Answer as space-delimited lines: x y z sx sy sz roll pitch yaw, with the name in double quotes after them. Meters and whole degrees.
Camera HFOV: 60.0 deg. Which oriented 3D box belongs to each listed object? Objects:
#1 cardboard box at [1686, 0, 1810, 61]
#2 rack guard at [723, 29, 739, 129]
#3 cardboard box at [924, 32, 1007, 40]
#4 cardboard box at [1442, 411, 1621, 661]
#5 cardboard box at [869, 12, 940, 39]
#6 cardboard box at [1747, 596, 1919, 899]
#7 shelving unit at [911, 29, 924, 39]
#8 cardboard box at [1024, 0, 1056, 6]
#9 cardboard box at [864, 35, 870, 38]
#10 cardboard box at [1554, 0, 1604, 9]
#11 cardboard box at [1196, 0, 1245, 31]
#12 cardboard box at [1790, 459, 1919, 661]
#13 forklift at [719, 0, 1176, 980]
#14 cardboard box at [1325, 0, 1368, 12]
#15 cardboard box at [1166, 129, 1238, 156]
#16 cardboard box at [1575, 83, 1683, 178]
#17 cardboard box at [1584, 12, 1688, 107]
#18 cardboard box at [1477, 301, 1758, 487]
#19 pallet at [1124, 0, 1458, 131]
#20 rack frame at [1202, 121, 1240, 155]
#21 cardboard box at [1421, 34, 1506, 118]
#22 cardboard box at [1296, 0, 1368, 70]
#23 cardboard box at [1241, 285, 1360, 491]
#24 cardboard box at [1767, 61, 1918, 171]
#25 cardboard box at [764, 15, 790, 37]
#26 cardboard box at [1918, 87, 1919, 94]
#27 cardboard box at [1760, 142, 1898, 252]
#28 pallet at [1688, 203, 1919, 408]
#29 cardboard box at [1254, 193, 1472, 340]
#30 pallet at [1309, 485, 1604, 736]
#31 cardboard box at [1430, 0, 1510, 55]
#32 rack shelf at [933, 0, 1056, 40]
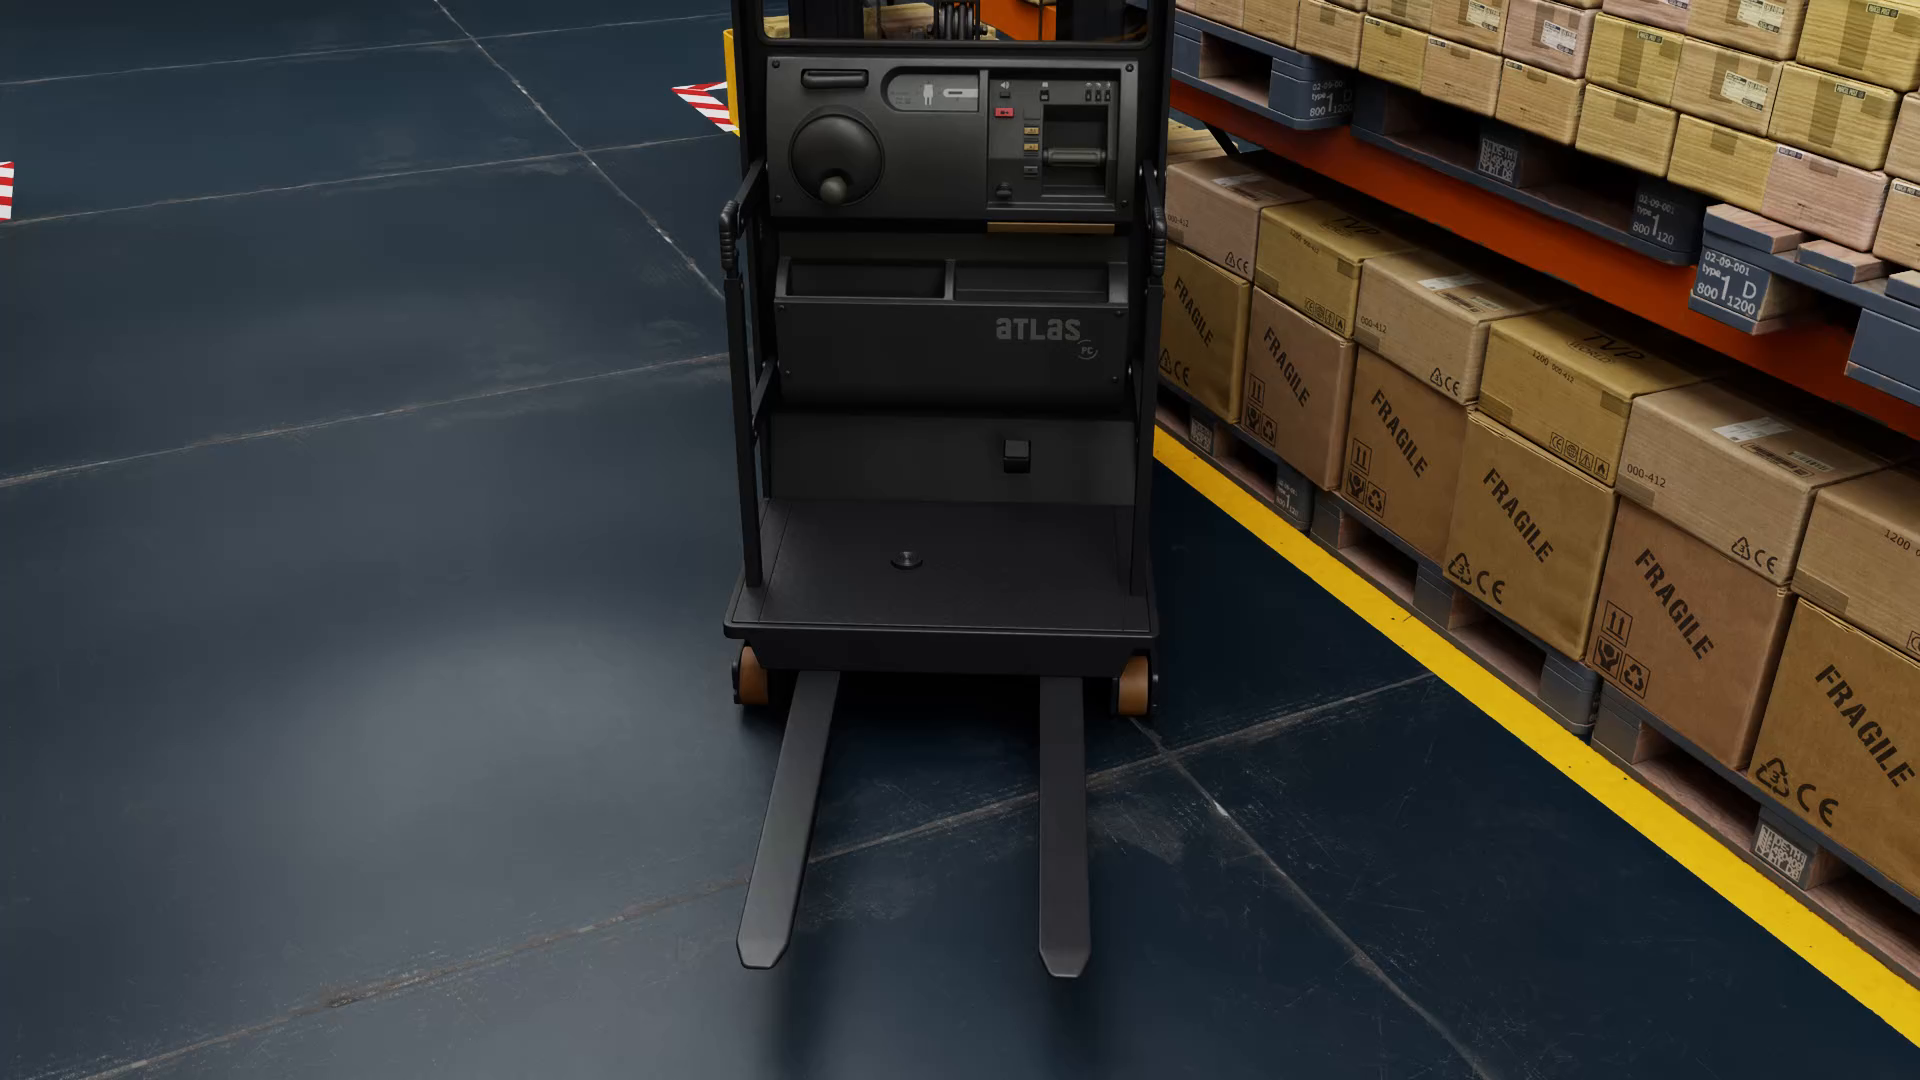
1.698 -1.076 3.321 0.380 0.149 0.250 -12 31 -21 "cardboard box"
-0.743 -2.688 9.533 1.175 0.500 0.348 -13 32 -22 "rack guard"
0.016 -2.492 8.505 0.380 0.149 0.250 -14 32 -24 "cardboard box"
1.679 -0.067 4.429 0.500 0.500 0.500 -15 32 -24 "cardboard box"
-0.264 -2.708 8.889 0.380 0.149 0.250 -12 32 -21 "cardboard box"
2.140 0.393 3.608 0.500 0.500 0.500 -13 32 -22 "cardboard box"
-0.133 -1.235 6.303 0.538 1.125 1.048 -14 32 -24 "shelving unit"
0.398 -2.104 6.191 0.380 0.149 0.250 -14 32 -23 "cardboard box"
-0.638 -2.474 8.472 0.380 0.149 0.250 -13 32 -22 "cardboard box"
1.481 -1.303 3.726 0.380 0.149 0.250 -12 31 -20 "cardboard box"
0.923 -1.616 4.892 0.380 0.149 0.250 -13 32 -22 "cardboard box"
2.128 0.055 3.445 0.500 0.250 0.500 -14 32 -23 "cardboard box"
-0.028 -0.972 3.987 1.130 2.935 3.031 1 29 2 "forklift"
1.149 -1.517 4.411 0.380 0.149 0.250 -12 31 -20 "cardboard box"
0.916 -1.574 6.867 0.380 0.149 0.250 -11 31 -20 "cardboard box"
1.595 -0.926 3.662 0.380 0.149 0.250 -15 32 -24 "cardboard box"
1.592 -1.058 3.594 0.380 0.149 0.250 -13 32 -22 "cardboard box"
1.698 -0.394 4.245 0.500 0.250 0.500 -12 32 -21 "cardboard box"
1.138 -1.593 5.221 1.003 0.211 1.213 -13 32 -22 "pallet"
0.942 -2.045 5.830 1.000 3.000 0.127 -13 32 -22 "rack frame"
1.366 -1.161 4.080 0.380 0.149 0.250 -15 32 -24 "cardboard box"
1.140 -1.392 4.493 0.380 0.149 0.250 -15 32 -24 "cardboard box"
1.248 -0.523 5.241 0.500 0.500 0.500 -12 31 -20 "cardboard box"
1.804 -0.837 3.200 0.380 0.149 0.250 -12 32 -21 "cardboard box"
-0.858 -2.709 8.890 0.380 0.149 0.250 -15 32 -24 "cardboard box"
1.929 -0.843 2.906 0.380 0.149 0.250 -13 32 -23 "cardboard box"
1.816 -0.697 3.253 0.380 0.149 0.250 -13 32 -21 "cardboard box"
2.257 -0.487 3.248 1.213 0.211 1.003 -13 32 -22 "pallet"
1.251 -0.849 5.056 0.500 0.250 0.500 -12 32 -21 "cardboard box"
1.805 0.054 4.937 1.003 0.211 1.213 -13 32 -22 "pallet"
1.369 -1.287 4.002 0.380 0.149 0.250 -14 32 -23 "cardboard box"
0.083 -2.615 7.582 1.077 0.370 4.000 -13 32 -22 "rack shelf"
